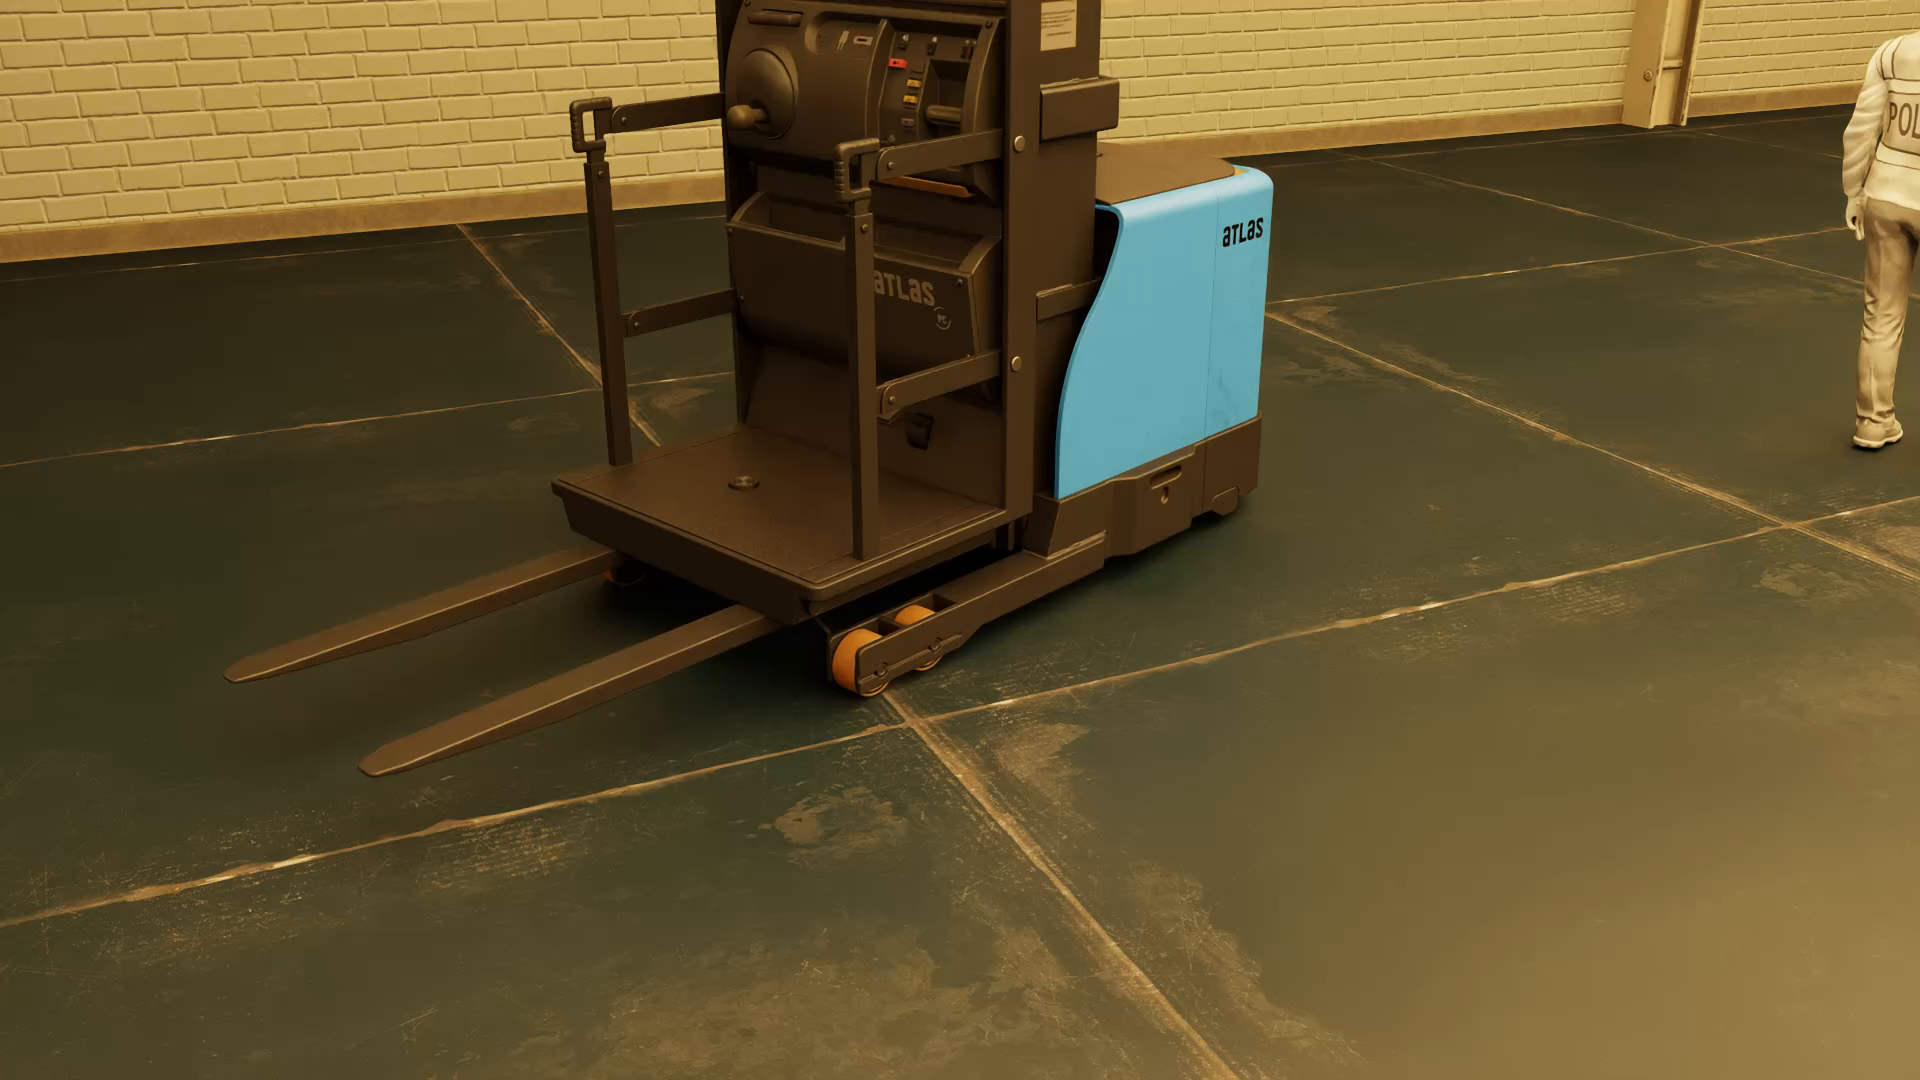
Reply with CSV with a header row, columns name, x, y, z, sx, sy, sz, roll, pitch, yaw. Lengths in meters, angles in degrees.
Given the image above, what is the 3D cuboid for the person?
name,x,y,z,sx,sy,sz,roll,pitch,yaw
person,3.277,-1.127,5.593,0.534,1.697,0.588,-16,27,-33

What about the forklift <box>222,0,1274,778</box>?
name,x,y,z,sx,sy,sz,roll,pitch,yaw
forklift,-0.413,-1.182,4.131,1.130,2.935,3.031,19,29,39
